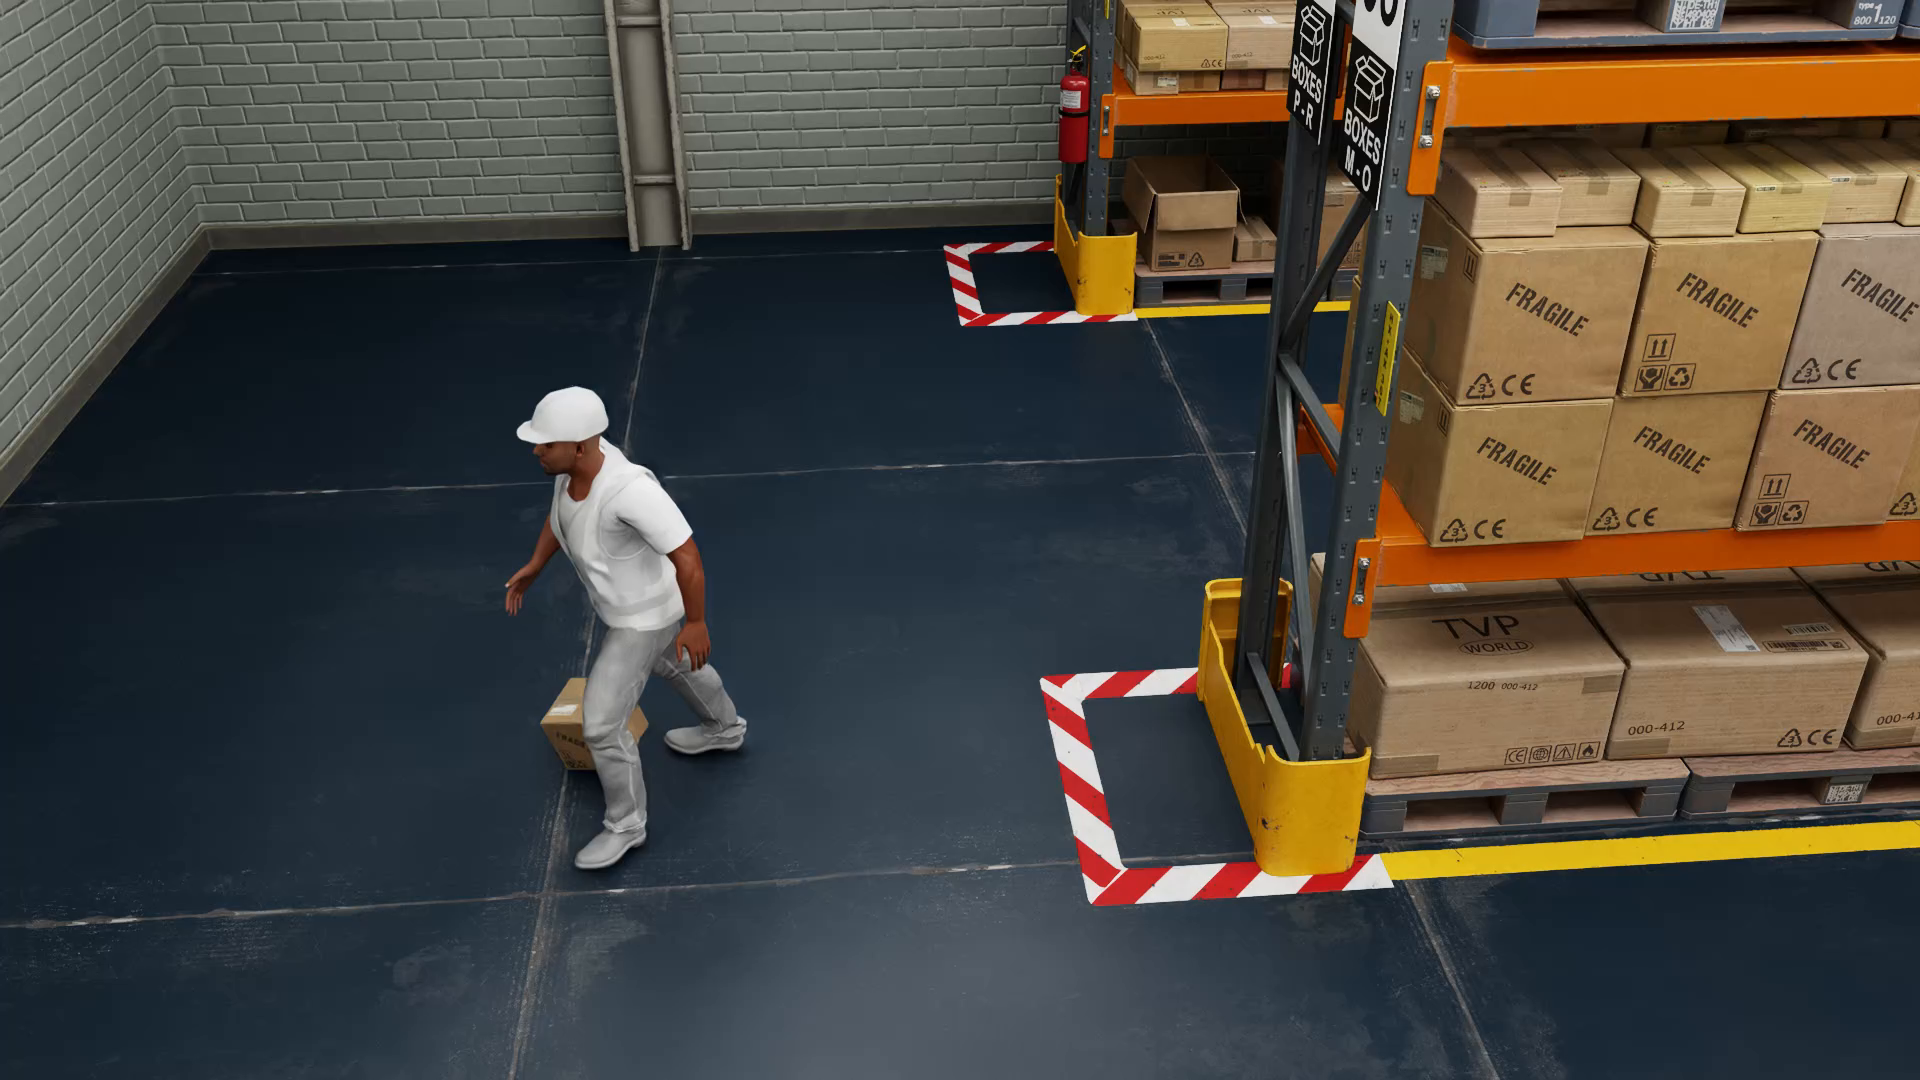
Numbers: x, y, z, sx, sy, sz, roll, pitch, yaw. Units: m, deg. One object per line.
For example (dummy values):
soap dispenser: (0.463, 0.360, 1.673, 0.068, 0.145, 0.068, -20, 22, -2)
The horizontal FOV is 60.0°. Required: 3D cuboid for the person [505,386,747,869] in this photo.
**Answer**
person: (-1.132, 0.217, 5.772, 0.824, 1.692, 0.705, -16, 34, -25)
